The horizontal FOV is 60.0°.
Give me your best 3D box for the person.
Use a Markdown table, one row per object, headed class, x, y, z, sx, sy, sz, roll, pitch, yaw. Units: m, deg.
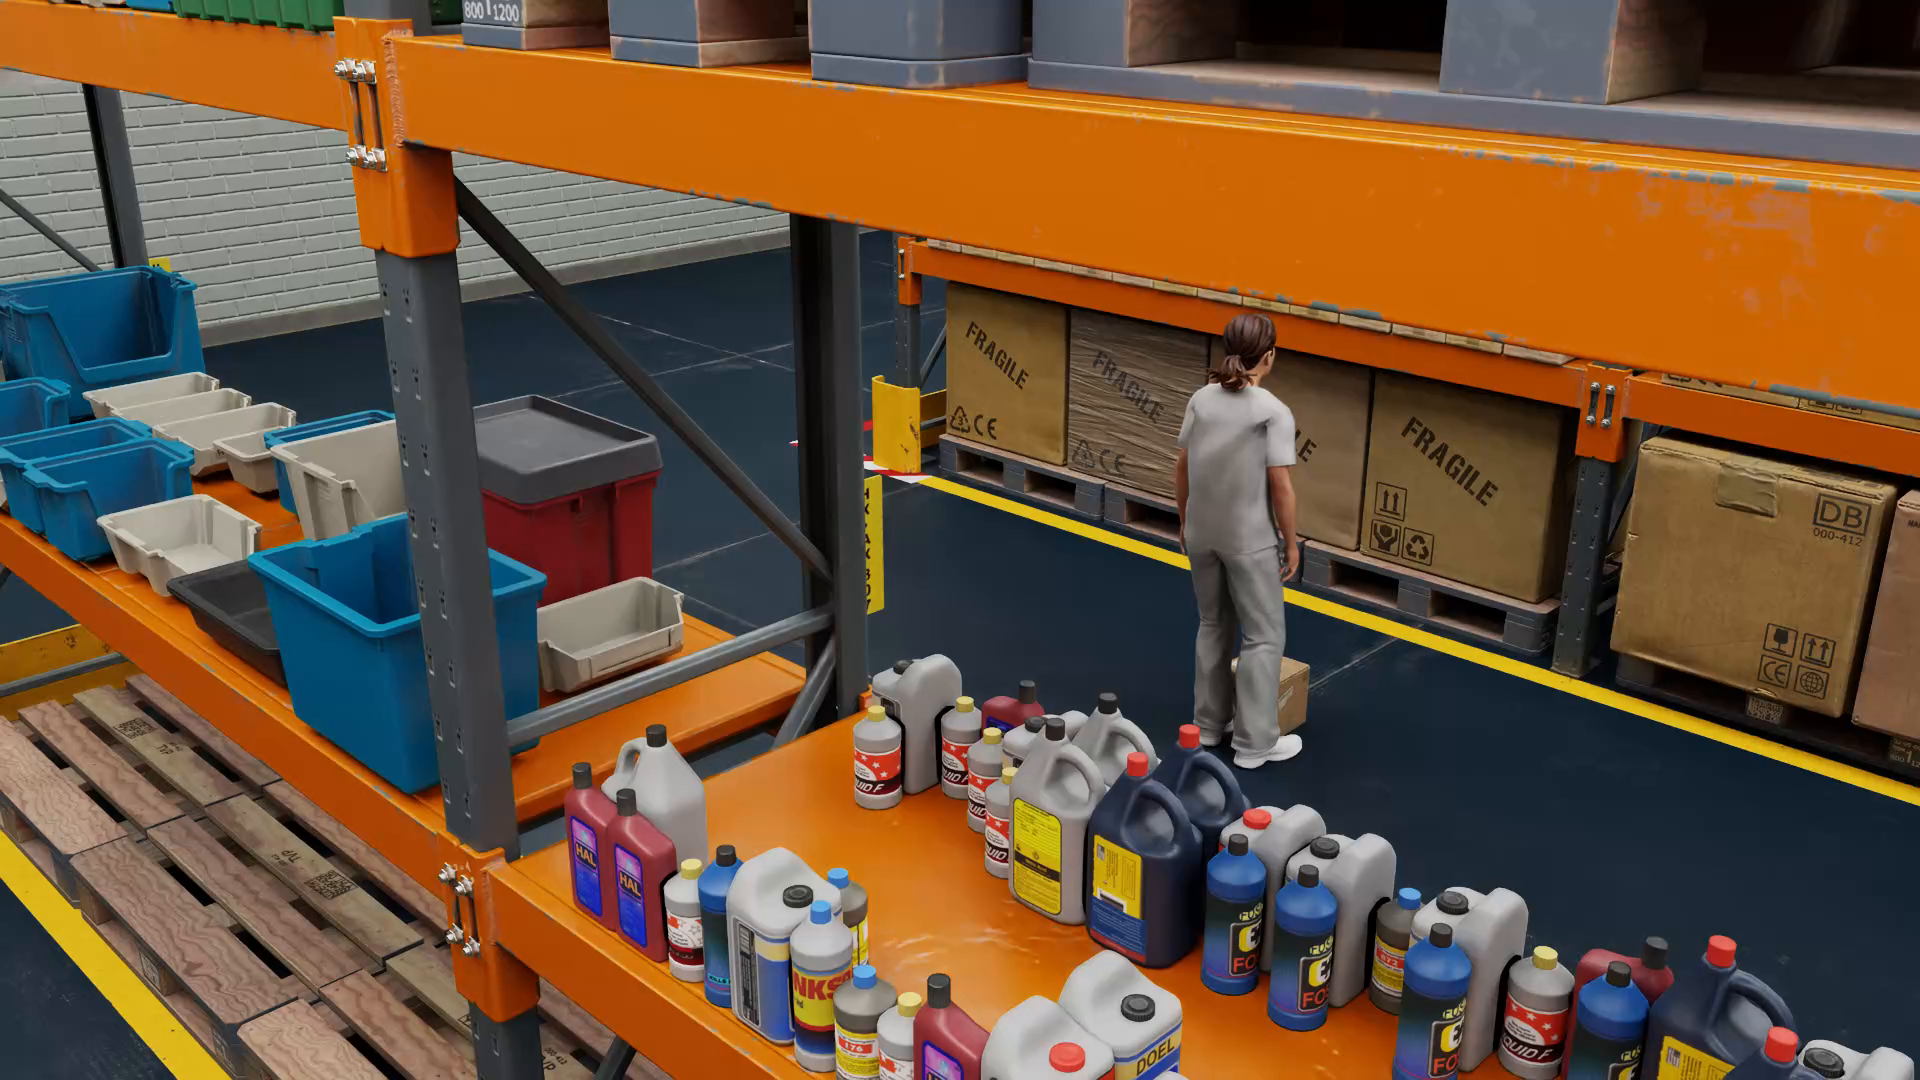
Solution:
| class | x | y | z | sx | sy | sz | roll | pitch | yaw |
| --- | --- | --- | --- | --- | --- | --- | --- | --- | --- |
| person | 1.032 | -0.004 | 6.092 | 0.514 | 1.671 | 0.415 | 17 | 26 | 38 |
